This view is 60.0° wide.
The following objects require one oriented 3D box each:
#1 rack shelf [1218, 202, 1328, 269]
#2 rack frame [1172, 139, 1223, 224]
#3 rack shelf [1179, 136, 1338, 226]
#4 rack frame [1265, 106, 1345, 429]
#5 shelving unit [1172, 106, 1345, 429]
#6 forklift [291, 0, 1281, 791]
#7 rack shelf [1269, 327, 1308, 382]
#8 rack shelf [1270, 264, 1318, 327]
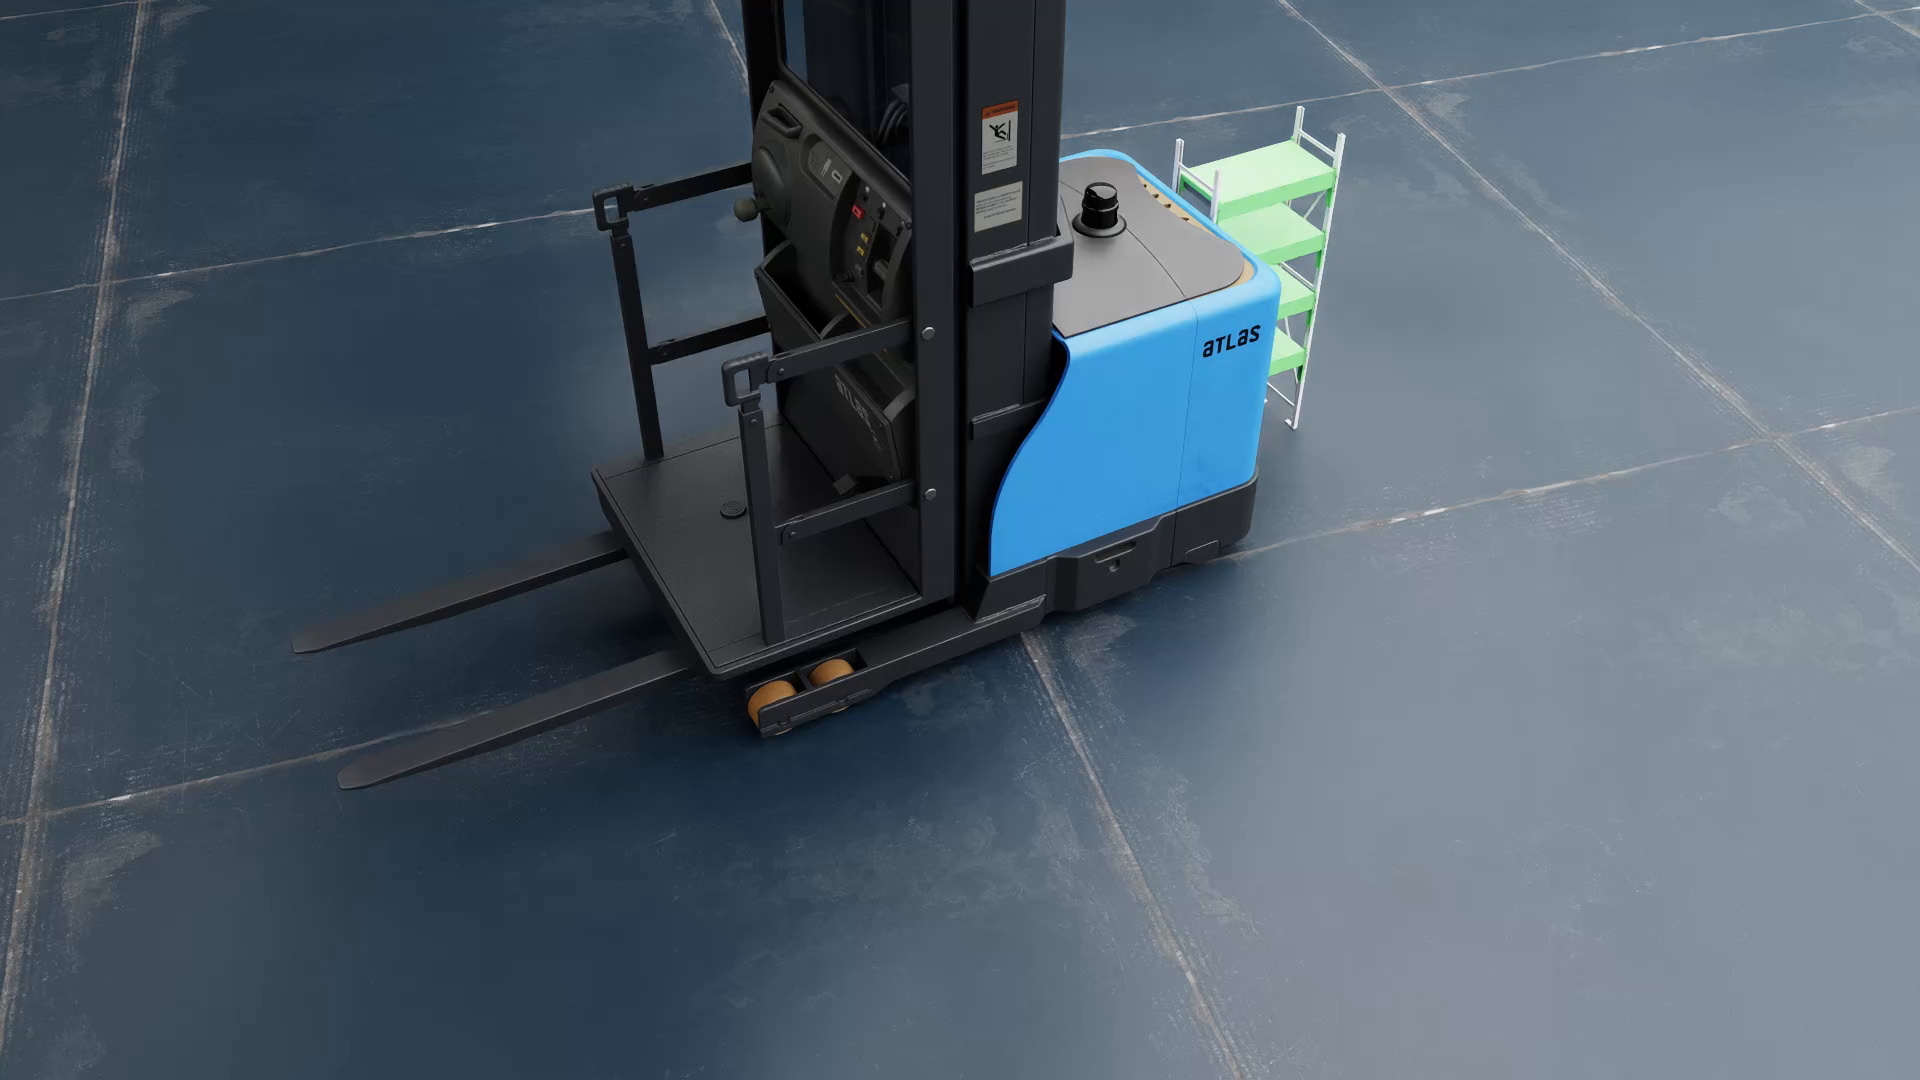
[{"bbox_3d":[0.983,-0.994,5.708,0.480,0.148,0.258,-20,45,-21],"label":"rack shelf"},{"bbox_3d":[0.769,-0.785,5.737,0.015,1.200,0.240,-20,45,-21],"label":"rack frame"},{"bbox_3d":[0.983,-1.175,5.550,0.480,0.148,0.258,-20,45,-21],"label":"rack shelf"},{"bbox_3d":[1.198,-0.938,5.911,0.015,1.200,0.240,-20,45,-21],"label":"rack frame"},{"bbox_3d":[0.983,-0.861,5.824,0.503,1.200,0.258,-20,45,-21],"label":"shelving unit"},{"bbox_3d":[-0.547,-0.909,4.563,3.031,2.935,1.130,-20,45,-21],"label":"forklift"},{"bbox_3d":[0.983,-0.633,6.024,0.480,0.148,0.258,-20,45,-21],"label":"rack shelf"},{"bbox_3d":[0.983,-0.813,5.866,0.480,0.148,0.258,-20,45,-21],"label":"rack shelf"}]
